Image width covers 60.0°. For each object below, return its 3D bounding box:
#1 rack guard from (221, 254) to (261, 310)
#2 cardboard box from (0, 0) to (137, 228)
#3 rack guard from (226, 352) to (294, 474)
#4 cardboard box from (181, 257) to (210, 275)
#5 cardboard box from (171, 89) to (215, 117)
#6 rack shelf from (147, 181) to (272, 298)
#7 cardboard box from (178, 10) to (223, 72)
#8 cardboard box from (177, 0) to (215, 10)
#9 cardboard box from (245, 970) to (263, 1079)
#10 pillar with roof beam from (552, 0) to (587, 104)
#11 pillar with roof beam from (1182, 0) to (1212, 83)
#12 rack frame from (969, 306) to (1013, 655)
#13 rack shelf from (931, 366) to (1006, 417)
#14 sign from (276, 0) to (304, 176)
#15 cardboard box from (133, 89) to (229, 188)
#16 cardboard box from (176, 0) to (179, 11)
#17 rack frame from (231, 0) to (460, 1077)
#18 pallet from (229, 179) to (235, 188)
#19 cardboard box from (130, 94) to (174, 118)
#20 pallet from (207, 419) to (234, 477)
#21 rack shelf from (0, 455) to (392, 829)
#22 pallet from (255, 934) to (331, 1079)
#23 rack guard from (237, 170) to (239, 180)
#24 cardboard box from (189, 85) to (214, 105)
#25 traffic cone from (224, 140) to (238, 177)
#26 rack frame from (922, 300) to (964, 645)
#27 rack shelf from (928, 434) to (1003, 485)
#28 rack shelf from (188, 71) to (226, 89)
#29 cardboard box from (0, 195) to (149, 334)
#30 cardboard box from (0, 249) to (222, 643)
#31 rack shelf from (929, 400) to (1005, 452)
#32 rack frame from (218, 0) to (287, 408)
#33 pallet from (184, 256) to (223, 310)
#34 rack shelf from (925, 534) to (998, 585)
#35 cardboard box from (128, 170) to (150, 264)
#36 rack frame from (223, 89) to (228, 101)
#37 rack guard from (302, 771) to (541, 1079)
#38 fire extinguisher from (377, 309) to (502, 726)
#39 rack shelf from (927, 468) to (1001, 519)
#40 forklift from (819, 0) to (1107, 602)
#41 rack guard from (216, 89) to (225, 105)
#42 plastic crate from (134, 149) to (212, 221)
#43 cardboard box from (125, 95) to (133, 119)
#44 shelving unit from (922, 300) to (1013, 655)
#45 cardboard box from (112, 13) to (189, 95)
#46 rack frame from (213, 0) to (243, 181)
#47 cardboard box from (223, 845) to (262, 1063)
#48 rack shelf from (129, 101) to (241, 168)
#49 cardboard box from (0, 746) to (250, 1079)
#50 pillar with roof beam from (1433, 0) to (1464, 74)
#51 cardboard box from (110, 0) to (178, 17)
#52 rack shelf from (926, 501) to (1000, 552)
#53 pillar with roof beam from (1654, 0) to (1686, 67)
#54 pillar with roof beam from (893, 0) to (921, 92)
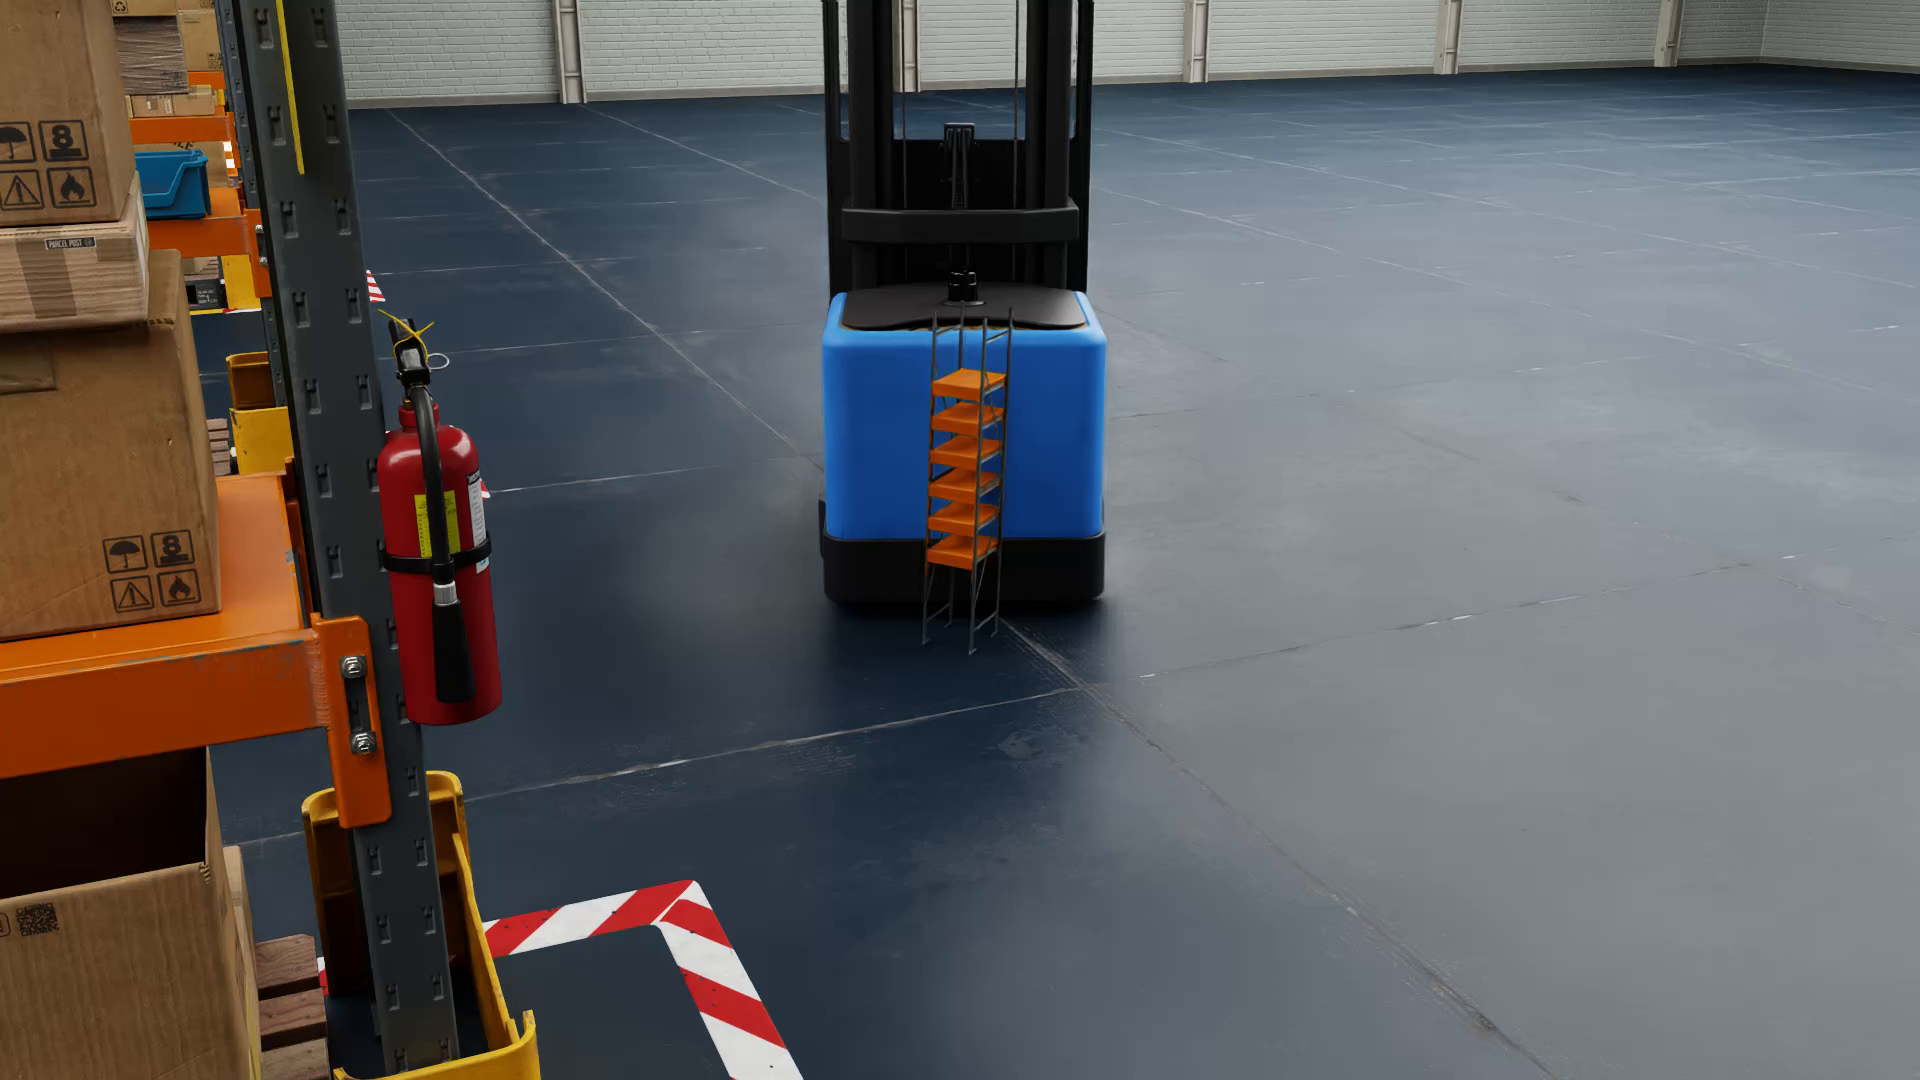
[{"bbox_3d":[-5.149,-2.030,12.033,0.348,0.500,1.175,-8,21,-22],"label":"rack guard"},{"bbox_3d":[-1.641,-0.792,2.650,0.500,0.500,0.700,-8,21,-22],"label":"cardboard box"},{"bbox_3d":[-3.168,-0.505,7.703,0.348,0.500,1.175,-8,21,-22],"label":"rack guard"},{"bbox_3d":[-5.659,-2.161,11.773,0.500,0.500,0.500,-4,20,-12],"label":"cardboard box"},{"bbox_3d":[-5.259,-3.000,11.403,0.250,0.149,0.380,-8,21,-22],"label":"cardboard box"},{"bbox_3d":[-4.953,-1.106,6.729,4.000,0.370,1.077,-8,21,-22],"label":"rack shelf"},{"bbox_3d":[-7.273,-4.753,15.777,0.550,0.550,0.875,-8,21,-22],"label":"cardboard box"},{"bbox_3d":[-7.307,-5.288,15.671,0.550,0.550,0.875,-8,21,-22],"label":"cardboard box"},{"bbox_3d":[-1.534,1.062,2.996,0.500,0.250,0.500,-8,21,-22],"label":"cardboard box"},{"bbox_3d":[-4.756,-10.243,22.565,0.400,9.000,9.100,-8,21,-22],"label":"pillar with roof beam"},{"bbox_3d":[6.263,-11.822,27.048,0.400,9.000,9.100,-8,21,-22],"label":"pillar with roof beam"},{"bbox_3d":[0.107,-0.197,5.767,0.006,1.200,0.240,10,21,23],"label":"rack frame"},{"bbox_3d":[0.035,-0.510,5.699,0.180,0.103,0.258,10,21,23],"label":"rack shelf"},{"bbox_3d":[-0.956,-0.688,2.359,0.005,0.325,0.100,-8,21,-22],"label":"sign"},{"bbox_3d":[-7.547,-3.831,15.953,0.875,0.875,0.875,-8,21,-22],"label":"cardboard box"},{"bbox_3d":[-5.692,-3.888,11.445,0.500,0.500,0.500,-8,21,-22],"label":"cardboard box"},{"bbox_3d":[-1.158,-0.197,3.066,0.127,3.000,1.000,-8,21,-22],"label":"rack frame"},{"bbox_3d":[-7.654,-3.300,16.077,1.213,0.211,1.003,-8,21,-22],"label":"pallet"},{"bbox_3d":[-5.489,-2.967,11.310,0.250,0.149,0.380,-8,21,-22],"label":"cardboard box"},{"bbox_3d":[-3.916,-0.263,7.452,1.213,0.211,1.003,-8,21,-22],"label":"pallet"},{"bbox_3d":[-2.995,0.405,2.438,4.000,0.370,1.077,-8,21,-22],"label":"rack shelf"},{"bbox_3d":[-1.844,1.231,3.207,1.213,0.211,1.003,-8,21,-22],"label":"pallet"},{"bbox_3d":[-6.929,-3.569,16.404,0.348,0.500,1.175,-8,21,-22],"label":"rack guard"},{"bbox_3d":[-5.435,-3.135,11.788,0.250,0.149,0.380,-8,21,-22],"label":"cardboard box"},{"bbox_3d":[-8.136,-4.300,18.539,0.334,0.463,0.336,-8,21,-22],"label":"traffic cone"},{"bbox_3d":[-0.059,-0.228,5.837,0.006,1.200,0.240,10,21,23],"label":"rack frame"},{"bbox_3d":[0.027,-0.284,5.777,0.180,0.103,0.258,10,21,23],"label":"rack shelf"},{"bbox_3d":[-8.787,-4.142,15.352,4.000,0.370,1.077,-8,21,-22],"label":"rack shelf"},{"bbox_3d":[-1.434,-0.442,2.633,0.250,0.149,0.380,-9,21,-23],"label":"cardboard box"},{"bbox_3d":[-1.592,-0.187,2.886,0.500,0.500,0.700,-8,21,-22],"label":"cardboard box"},{"bbox_3d":[0.031,-0.397,5.738,0.180,0.103,0.258,10,21,23],"label":"rack shelf"},{"bbox_3d":[-3.117,-1.708,7.357,0.127,3.000,1.000,-8,21,-22],"label":"rack frame"},{"bbox_3d":[-5.909,-1.797,11.809,1.213,0.211,1.003,-8,21,-22],"label":"pallet"},{"bbox_3d":[0.013,0.056,5.895,0.180,0.103,0.258,10,21,23],"label":"rack shelf"},{"bbox_3d":[-1.604,-0.564,2.981,0.250,0.149,0.380,-8,21,-22],"label":"cardboard box"},{"bbox_3d":[-9.004,-6.241,20.230,0.127,3.000,1.000,-8,21,-22],"label":"rack frame"},{"bbox_3d":[-1.136,0.979,3.490,0.348,0.500,1.175,-8,21,-22],"label":"rack guard"},{"bbox_3d":[-0.866,-0.035,2.720,0.183,0.674,0.296,-8,21,-22],"label":"fire extinguisher"},{"bbox_3d":[0.022,-0.170,5.816,0.180,0.103,0.258,10,21,23],"label":"rack shelf"},{"bbox_3d":[-0.013,-1.592,7.129,1.130,2.935,3.031,0,19,-1],"label":"forklift"},{"bbox_3d":[-10.952,-6.578,24.951,0.348,0.500,1.175,-8,21,-22],"label":"rack guard"},{"bbox_3d":[-3.458,-1.481,6.936,0.616,0.251,0.499,-8,21,-22],"label":"plastic crate"},{"bbox_3d":[-5.698,-2.918,11.172,0.250,0.149,0.380,-8,21,-22],"label":"cardboard box"},{"bbox_3d":[0.024,-0.212,5.802,0.189,1.200,0.258,10,21,23],"label":"shelving unit"},{"bbox_3d":[-5.595,-3.342,11.399,0.500,0.500,0.875,-8,21,-22],"label":"cardboard box"},{"bbox_3d":[-5.079,-3.219,11.647,0.127,3.000,1.000,-8,21,-22],"label":"rack frame"},{"bbox_3d":[-1.739,0.904,3.445,0.500,0.250,0.500,-8,21,-22],"label":"cardboard box"},{"bbox_3d":[-6.915,-2.616,11.019,4.000,0.370,1.077,-8,21,-22],"label":"rack shelf"},{"bbox_3d":[-1.533,0.709,2.870,0.500,0.500,0.500,-8,21,-22],"label":"cardboard box"},{"bbox_3d":[11.772,-12.611,29.290,0.400,9.000,9.100,-8,21,-22],"label":"pillar with roof beam"},{"bbox_3d":[-5.486,-3.730,10.995,0.500,0.500,0.500,-8,21,-22],"label":"cardboard box"},{"bbox_3d":[0.018,-0.057,5.855,0.180,0.103,0.258,10,21,23],"label":"rack shelf"},{"bbox_3d":[17.281,-13.401,31.531,0.400,9.000,9.100,-8,21,-22],"label":"pillar with roof beam"},{"bbox_3d":[0.754,-11.033,24.806,0.400,9.000,9.100,-8,21,-22],"label":"pillar with roof beam"}]
